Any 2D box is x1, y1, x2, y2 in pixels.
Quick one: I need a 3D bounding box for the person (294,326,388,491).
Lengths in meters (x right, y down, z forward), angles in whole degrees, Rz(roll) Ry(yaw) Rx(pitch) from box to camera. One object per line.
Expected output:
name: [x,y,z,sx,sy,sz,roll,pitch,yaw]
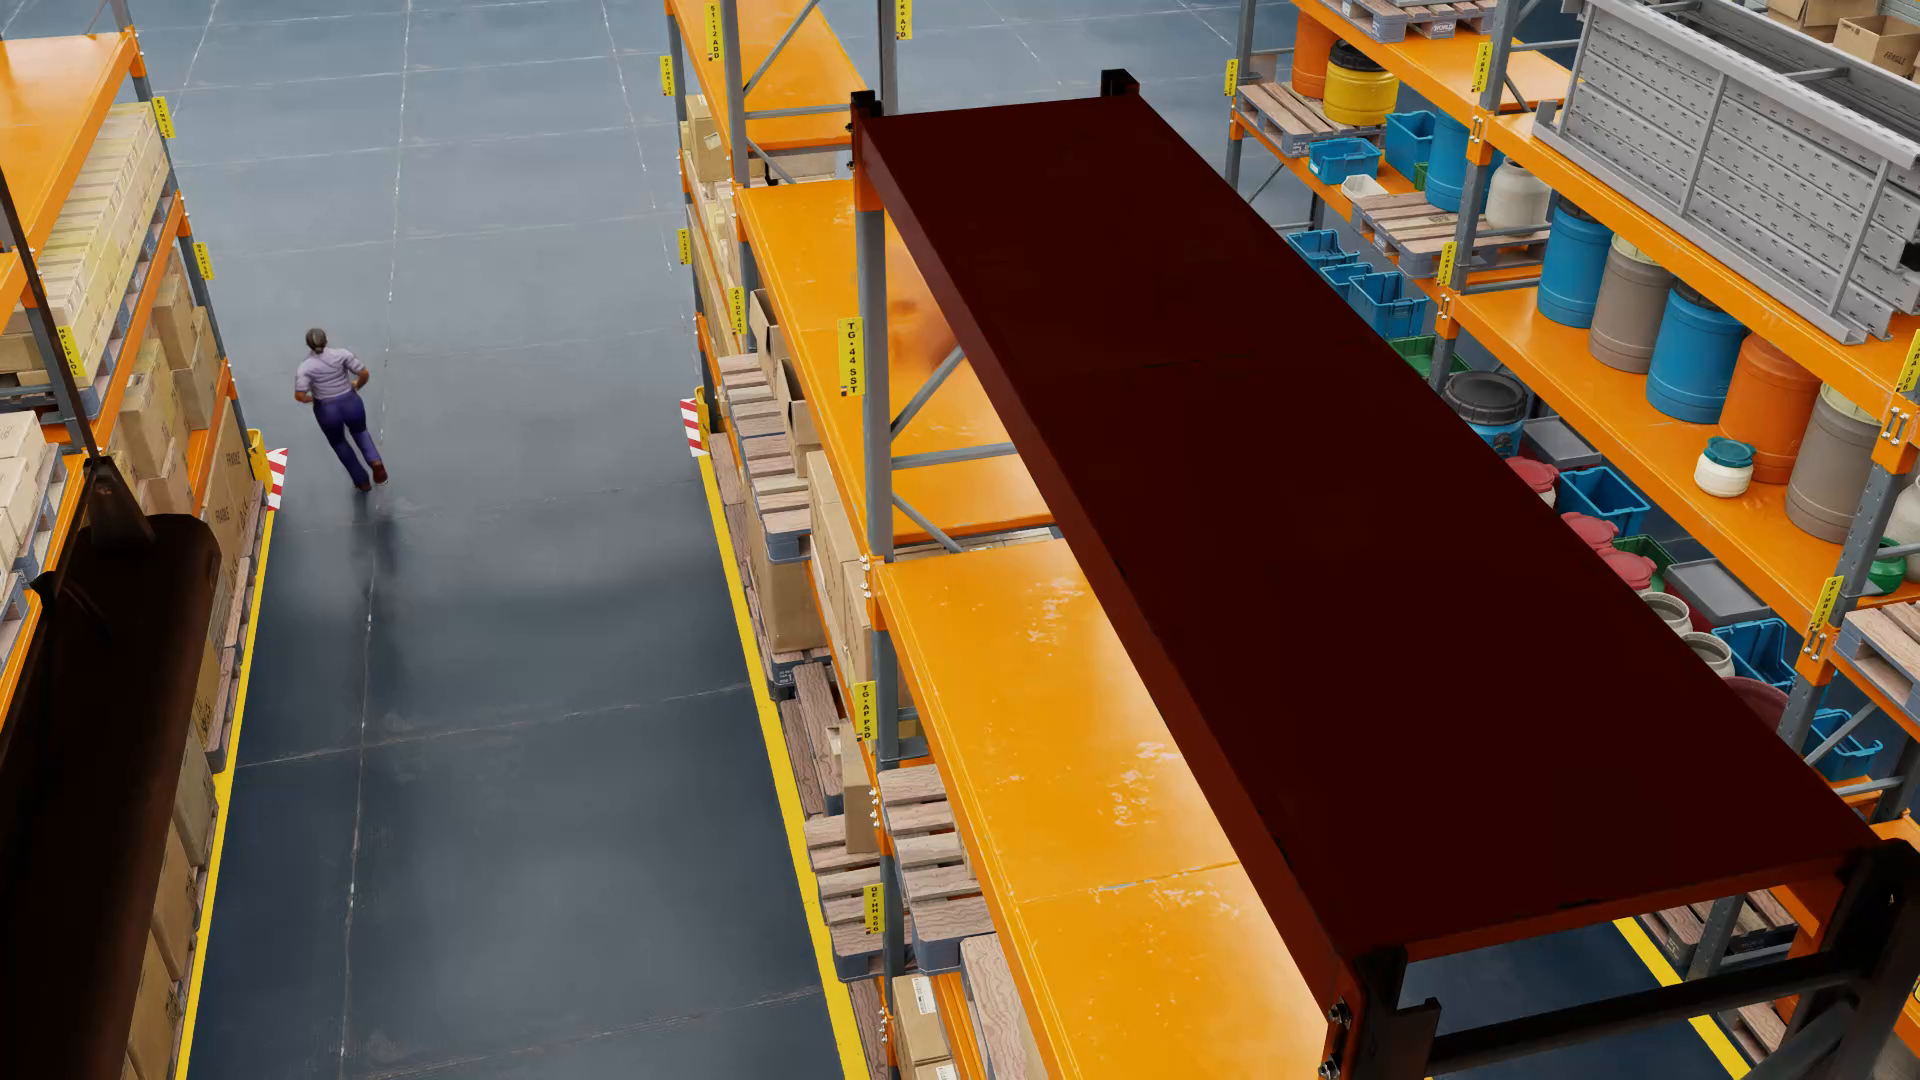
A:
person: [-5.353,-1.104,14.309,0.632,1.603,0.532,-19,39,-26]
